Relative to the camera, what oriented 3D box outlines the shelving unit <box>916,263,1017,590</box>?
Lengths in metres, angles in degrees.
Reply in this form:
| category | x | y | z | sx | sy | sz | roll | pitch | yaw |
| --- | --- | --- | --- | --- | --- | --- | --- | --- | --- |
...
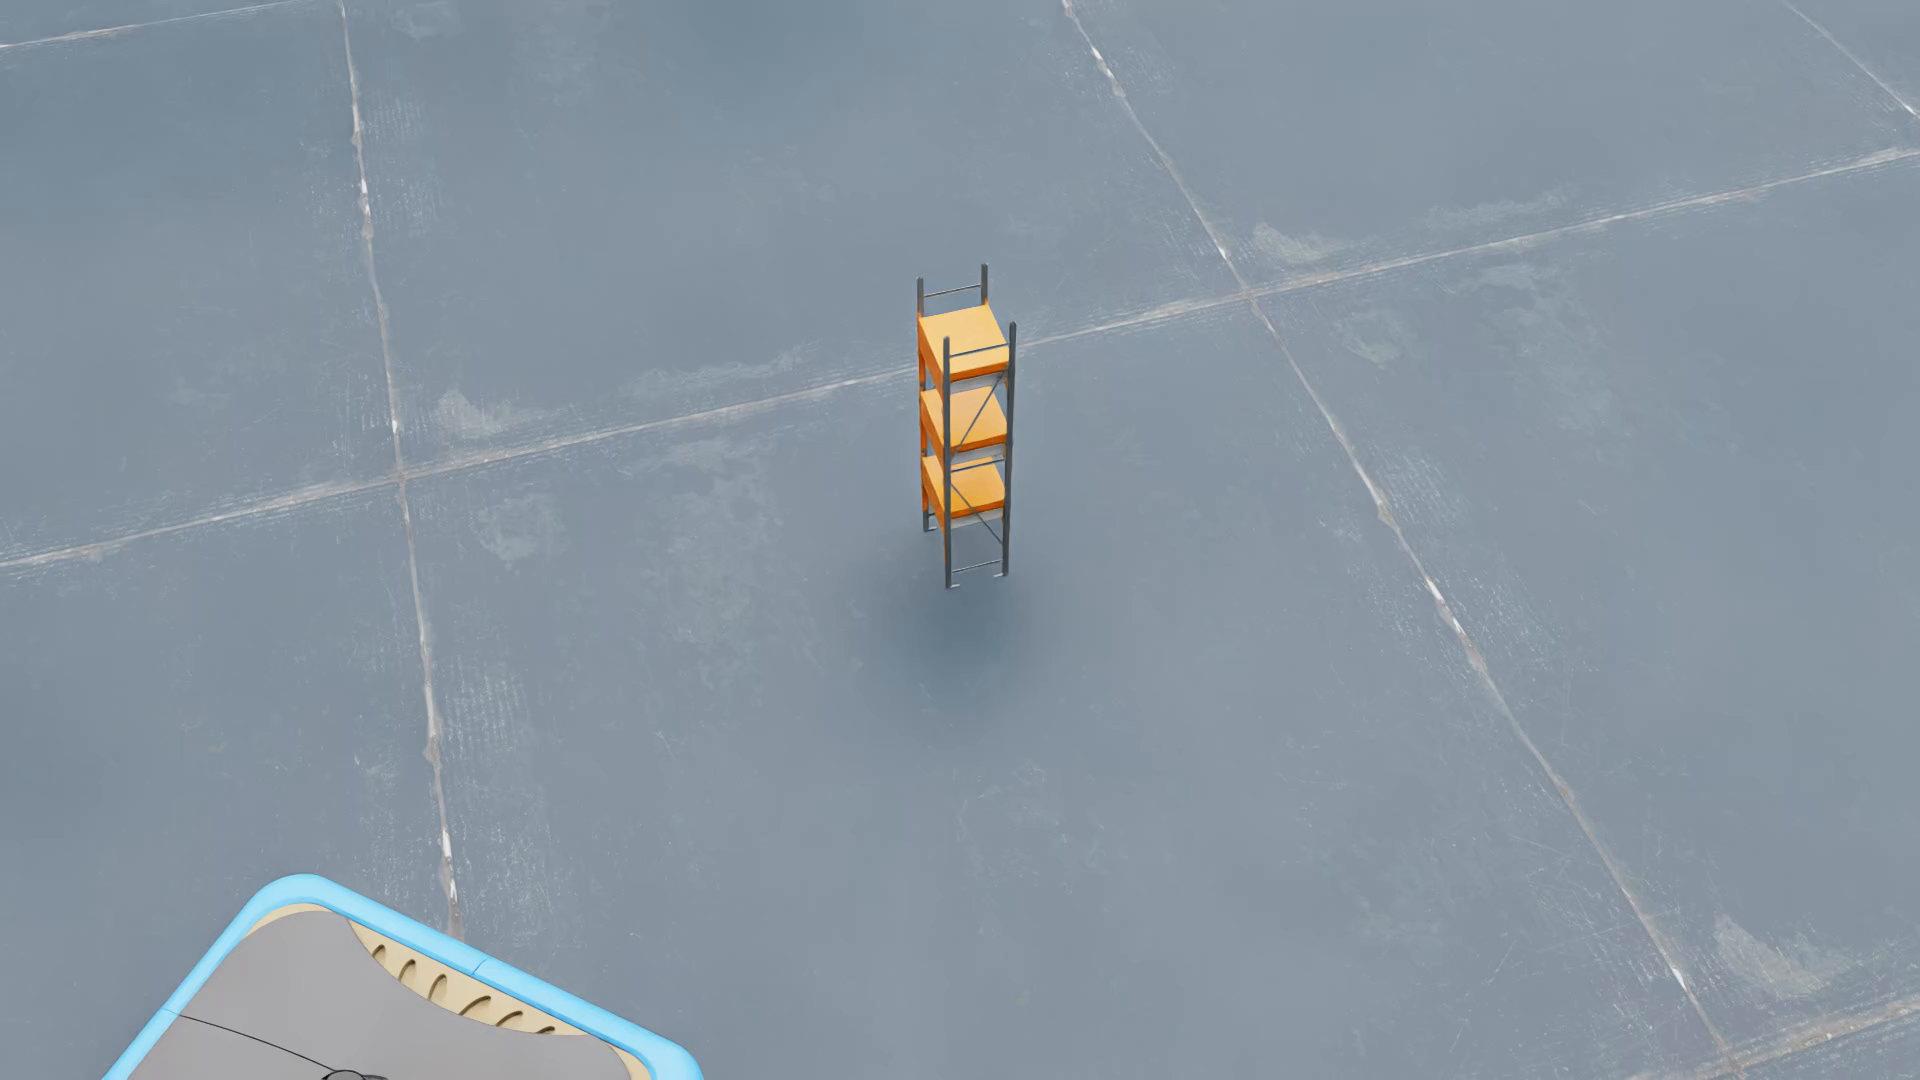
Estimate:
| category | x | y | z | sx | sy | sz | roll | pitch | yaw |
| --- | --- | --- | --- | --- | --- | --- | --- | --- | --- |
| shelving unit | 0.016 | -0.299 | 4.816 | 0.215 | 1.050 | 0.252 | -13 | 51 | -11 |

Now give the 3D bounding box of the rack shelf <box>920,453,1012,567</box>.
| category | x | y | z | sx | sy | sz | roll | pitch | yaw |
| --- | --- | --- | --- | --- | --- | --- | --- | --- | --- |
| rack shelf | 0.016 | -0.113 | 5.036 | 0.215 | 0.259 | 0.240 | -13 | 51 | -11 |

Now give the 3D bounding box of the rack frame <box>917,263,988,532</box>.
| category | x | y | z | sx | sy | sz | roll | pitch | yaw |
| --- | --- | --- | --- | --- | --- | --- | --- | --- | --- |
| rack frame | -0.020 | -0.388 | 4.891 | 0.200 | 1.050 | 0.008 | -13 | 51 | -11 |

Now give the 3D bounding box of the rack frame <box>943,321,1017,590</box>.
| category | x | y | z | sx | sy | sz | roll | pitch | yaw |
| --- | --- | --- | --- | --- | --- | --- | --- | --- | --- |
| rack frame | 0.052 | -0.210 | 4.741 | 0.200 | 1.050 | 0.008 | -13 | 51 | -11 |

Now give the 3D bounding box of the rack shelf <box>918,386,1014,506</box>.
| category | x | y | z | sx | sy | sz | roll | pitch | yaw |
| --- | --- | --- | --- | --- | --- | --- | --- | --- | --- |
| rack shelf | 0.016 | -0.292 | 4.824 | 0.215 | 0.259 | 0.240 | -13 | 51 | -11 |

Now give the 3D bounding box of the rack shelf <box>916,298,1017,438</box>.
| category | x | y | z | sx | sy | sz | roll | pitch | yaw |
| --- | --- | --- | --- | --- | --- | --- | --- | --- | --- |
| rack shelf | 0.016 | -0.475 | 4.607 | 0.215 | 0.259 | 0.240 | -13 | 51 | -11 |

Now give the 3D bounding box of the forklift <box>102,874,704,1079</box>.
| category | x | y | z | sx | sy | sz | roll | pitch | yaw |
| --- | --- | --- | --- | --- | --- | --- | --- | --- | --- |
| forklift | -1.536 | 1.570 | 2.009 | 1.130 | 2.935 | 3.031 | 20 | 53 | 16 |
